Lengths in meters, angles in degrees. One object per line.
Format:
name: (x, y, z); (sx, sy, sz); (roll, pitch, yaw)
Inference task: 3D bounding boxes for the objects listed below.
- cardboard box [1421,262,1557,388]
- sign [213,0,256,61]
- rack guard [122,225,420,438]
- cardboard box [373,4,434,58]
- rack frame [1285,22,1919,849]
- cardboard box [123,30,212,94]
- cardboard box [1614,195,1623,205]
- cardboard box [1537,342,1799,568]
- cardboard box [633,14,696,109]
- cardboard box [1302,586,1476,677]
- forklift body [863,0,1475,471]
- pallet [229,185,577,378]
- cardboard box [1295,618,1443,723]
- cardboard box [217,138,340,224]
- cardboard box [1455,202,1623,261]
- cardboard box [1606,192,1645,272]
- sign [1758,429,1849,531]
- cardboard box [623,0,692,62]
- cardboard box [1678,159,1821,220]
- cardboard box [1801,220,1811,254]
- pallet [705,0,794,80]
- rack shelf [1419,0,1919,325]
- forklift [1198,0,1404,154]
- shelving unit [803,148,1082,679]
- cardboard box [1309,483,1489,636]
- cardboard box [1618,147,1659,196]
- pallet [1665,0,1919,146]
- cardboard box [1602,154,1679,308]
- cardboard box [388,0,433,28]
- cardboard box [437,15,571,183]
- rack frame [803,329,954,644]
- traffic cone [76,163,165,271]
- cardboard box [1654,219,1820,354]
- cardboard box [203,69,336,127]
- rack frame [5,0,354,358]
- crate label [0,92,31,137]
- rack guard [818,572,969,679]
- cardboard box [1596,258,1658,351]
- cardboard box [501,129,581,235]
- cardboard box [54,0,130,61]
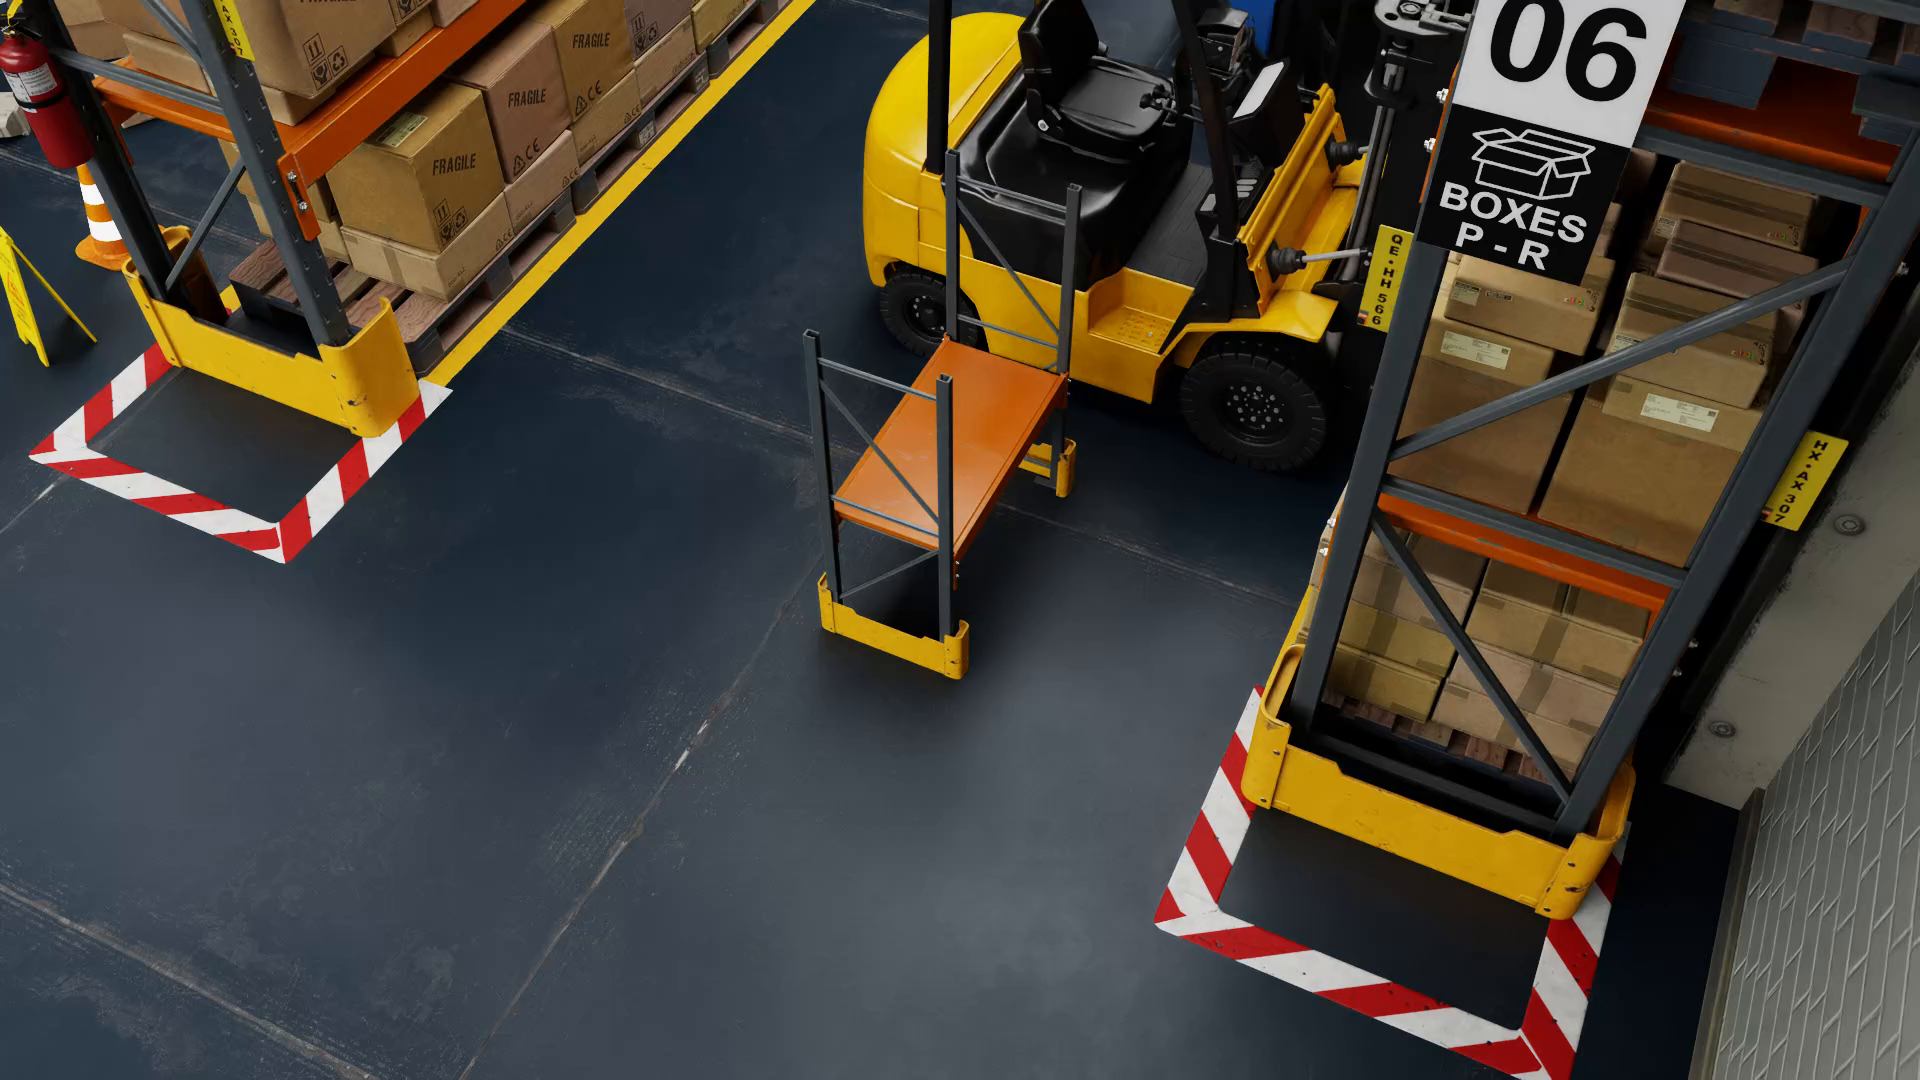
cardboard box: (1.469, -0.596, 4.611); (0.380, 0.149, 0.250); (21, 53, 17)
sign: (-2.425, -1.740, 5.508); (0.100, 0.325, 0.005); (20, 52, 16)
rack guard: (-2.883, -0.878, 6.984); (1.175, 0.500, 0.348); (20, 52, 16)
cardboard box: (-2.301, -2.056, 6.510); (0.380, 0.149, 0.250); (18, 52, 15)
rack frame: (1.574, -0.024, 4.616); (1.000, 3.000, 0.127); (20, 52, 16)
cardboard box: (-2.949, -1.882, 6.362); (0.380, 0.149, 0.250); (21, 53, 17)
cardboard box: (1.718, -0.941, 4.904); (0.380, 0.149, 0.250); (21, 53, 17)
cardboard box: (2.037, -0.307, 4.791); (0.500, 0.500, 0.500); (21, 53, 17)
cardboard box: (-1.656, -2.422, 8.186); (0.500, 0.250, 0.500); (21, 53, 17)
cardboard box: (1.500, 0.132, 5.684); (0.500, 0.250, 0.500); (19, 52, 16)
forklift body: (0.735, -1.648, 6.555); (2.313, 2.155, 1.214); (20, 52, 16)
pallet: (-2.504, -1.333, 7.560); (1.003, 0.211, 1.213); (20, 52, 16)
cardboard box: (1.489, 0.305, 5.866); (0.500, 0.250, 0.500); (20, 53, 16)
cardboard box: (-2.809, -1.761, 7.131); (0.500, 0.500, 0.500); (20, 53, 16)
cardboard box: (1.614, -0.858, 4.639); (0.380, 0.149, 0.250); (20, 52, 16)
cardboard box: (1.777, -0.835, 5.240); (0.500, 0.500, 0.500); (21, 53, 17)
sign: (2.073, -0.145, 4.099); (0.100, 0.325, 0.005); (20, 52, 16)
cardboard box: (-1.649, -2.681, 7.914); (0.500, 0.500, 0.500); (22, 53, 18)
cardboard box: (2.272, -1.046, 4.798); (0.380, 0.149, 0.250); (20, 53, 16)
cardboard box: (2.285, -0.943, 4.907); (0.380, 0.149, 0.250); (18, 52, 15)
pallet: (-1.461, -3.013, 8.990); (1.003, 0.211, 1.213); (20, 52, 16)
rack shelf: (2.429, -2.140, 4.919); (1.077, 0.370, 4.000); (20, 52, 16)
forklift: (2.102, -2.886, 7.096); (1.130, 2.935, 3.031); (-11, 50, -9)
shelving unit: (-0.033, -0.434, 5.949); (0.587, 1.500, 1.083); (20, 52, 16)
cardboard box: (1.489, -0.011, 5.478); (0.500, 0.250, 0.500); (21, 53, 17)
cardboard box: (1.875, -1.194, 4.925); (0.380, 0.149, 0.250); (20, 53, 16)
pallet: (1.900, -1.445, 3.914); (1.003, 0.211, 1.213); (20, 52, 16)
cardboard box: (2.450, -1.021, 5.398); (0.500, 0.500, 0.500); (19, 52, 16)
cardboard box: (-2.244, -2.359, 6.341); (0.500, 0.500, 0.500); (21, 53, 17)
cardboard box: (-2.092, -1.968, 7.307); (0.500, 0.500, 0.500); (18, 52, 15)
rack frame: (-0.254, -0.077, 5.646); (0.500, 1.500, 0.032); (20, 52, 16)
traffic cone: (-3.898, -1.530, 7.563); (0.336, 0.463, 0.334); (20, 52, 16)
cardboard box: (2.081, -0.687, 4.493); (0.380, 0.149, 0.250); (21, 53, 17)
cardboard box: (-2.583, -1.721, 6.225); (0.380, 0.149, 0.250); (20, 52, 16)
rack frame: (-2.915, -1.636, 5.988); (1.000, 3.000, 0.127); (20, 52, 16)
crate label: (-4.767, -2.113, 8.273); (0.250, 0.136, 0.298); (-4, 50, -3)
rack guard: (-0.245, 0.314, 6.133); (0.587, 0.250, 0.087); (20, 52, 16)
cardboard box: (2.002, -0.606, 4.620); (0.380, 0.149, 0.250); (20, 52, 16)
cardboard box: (-2.096, -1.696, 7.568); (0.500, 0.250, 0.500); (22, 53, 17)
cardboard box: (-4.454, -2.860, 8.669); (0.797, 0.503, 0.637); (-11, 51, -9)
